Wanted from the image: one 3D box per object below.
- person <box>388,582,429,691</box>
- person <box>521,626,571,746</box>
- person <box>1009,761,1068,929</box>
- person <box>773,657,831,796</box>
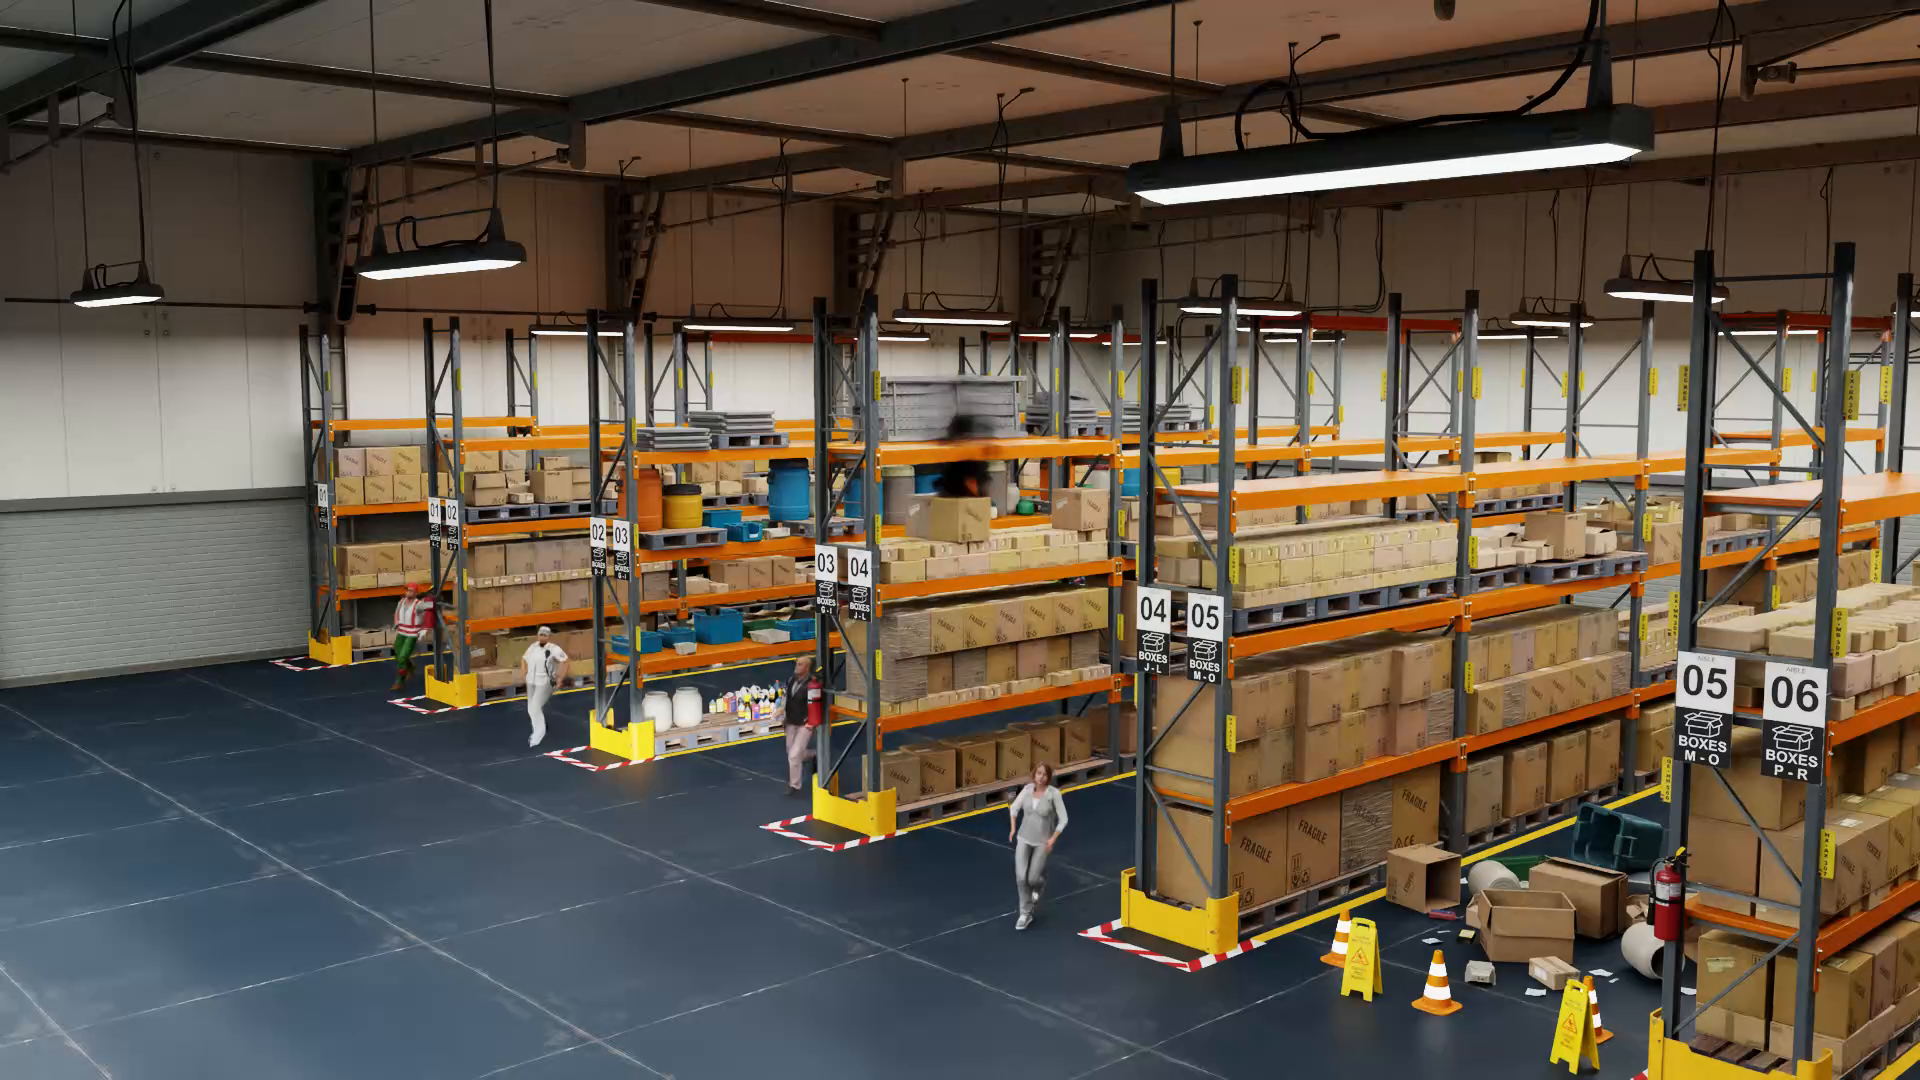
[{"bbox_3d":[-8.950,1.548,27.194,0.725,1.754,0.791,2,6,18],"label":"person"},{"bbox_3d":[-5.803,2.030,23.122,0.673,1.683,0.627,2,6,19],"label":"person"},{"bbox_3d":[0.731,2.833,15.592,0.579,1.558,0.537,2,6,22],"label":"person"},{"bbox_3d":[-1.897,2.270,20.499,0.673,1.697,0.775,5,8,40],"label":"person"}]
